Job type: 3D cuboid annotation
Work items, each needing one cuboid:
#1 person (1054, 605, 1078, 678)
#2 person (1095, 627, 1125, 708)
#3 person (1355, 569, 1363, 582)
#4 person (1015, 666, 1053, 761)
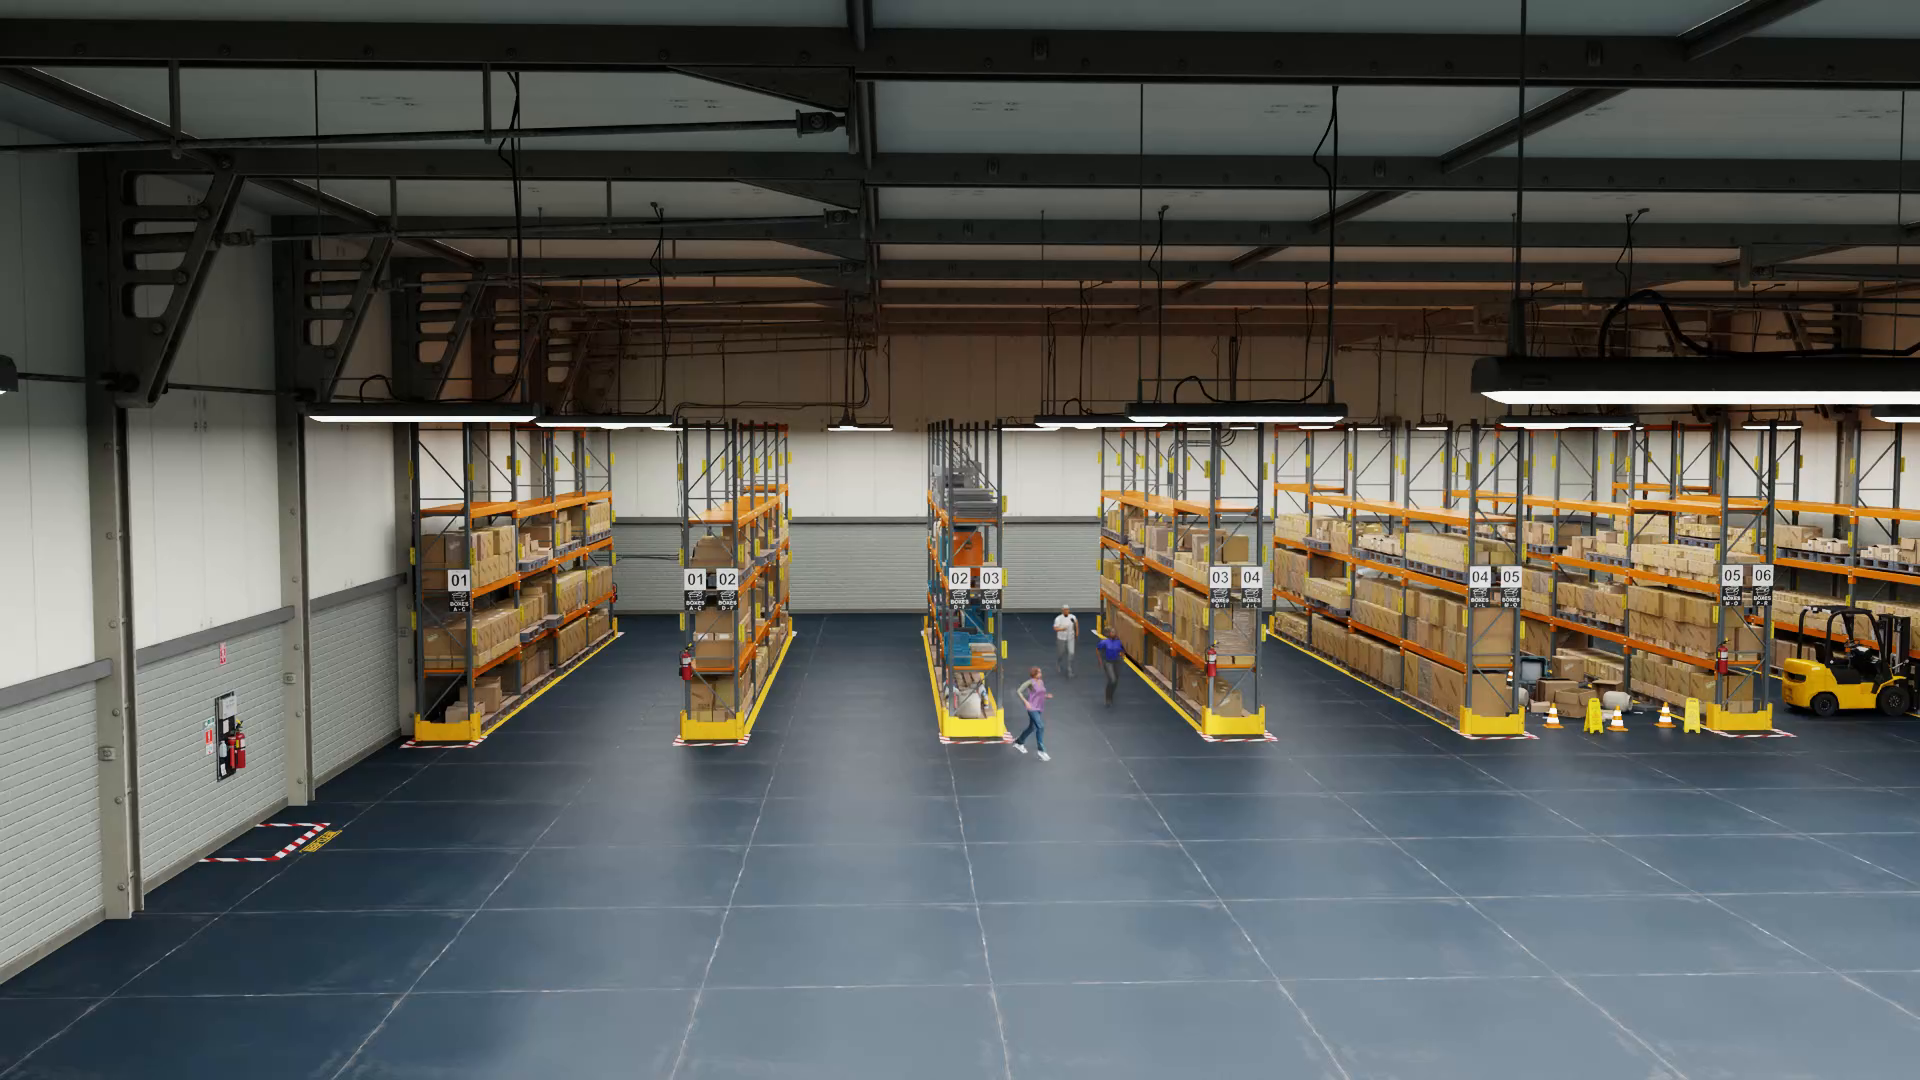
[{"bbox_3d":[2.506,2.377,39.396,0.612,1.709,0.896,0,4,-5],"label":"person"},{"bbox_3d":[3.186,2.676,34.858,0.542,1.682,0.701,-1,4,-22],"label":"person"},{"bbox_3d":[11.716,1.726,48.908,0.667,1.735,0.685,0,4,-6],"label":"person"},{"bbox_3d":[1.293,3.039,29.345,0.766,1.642,0.527,2,4,31],"label":"person"}]
